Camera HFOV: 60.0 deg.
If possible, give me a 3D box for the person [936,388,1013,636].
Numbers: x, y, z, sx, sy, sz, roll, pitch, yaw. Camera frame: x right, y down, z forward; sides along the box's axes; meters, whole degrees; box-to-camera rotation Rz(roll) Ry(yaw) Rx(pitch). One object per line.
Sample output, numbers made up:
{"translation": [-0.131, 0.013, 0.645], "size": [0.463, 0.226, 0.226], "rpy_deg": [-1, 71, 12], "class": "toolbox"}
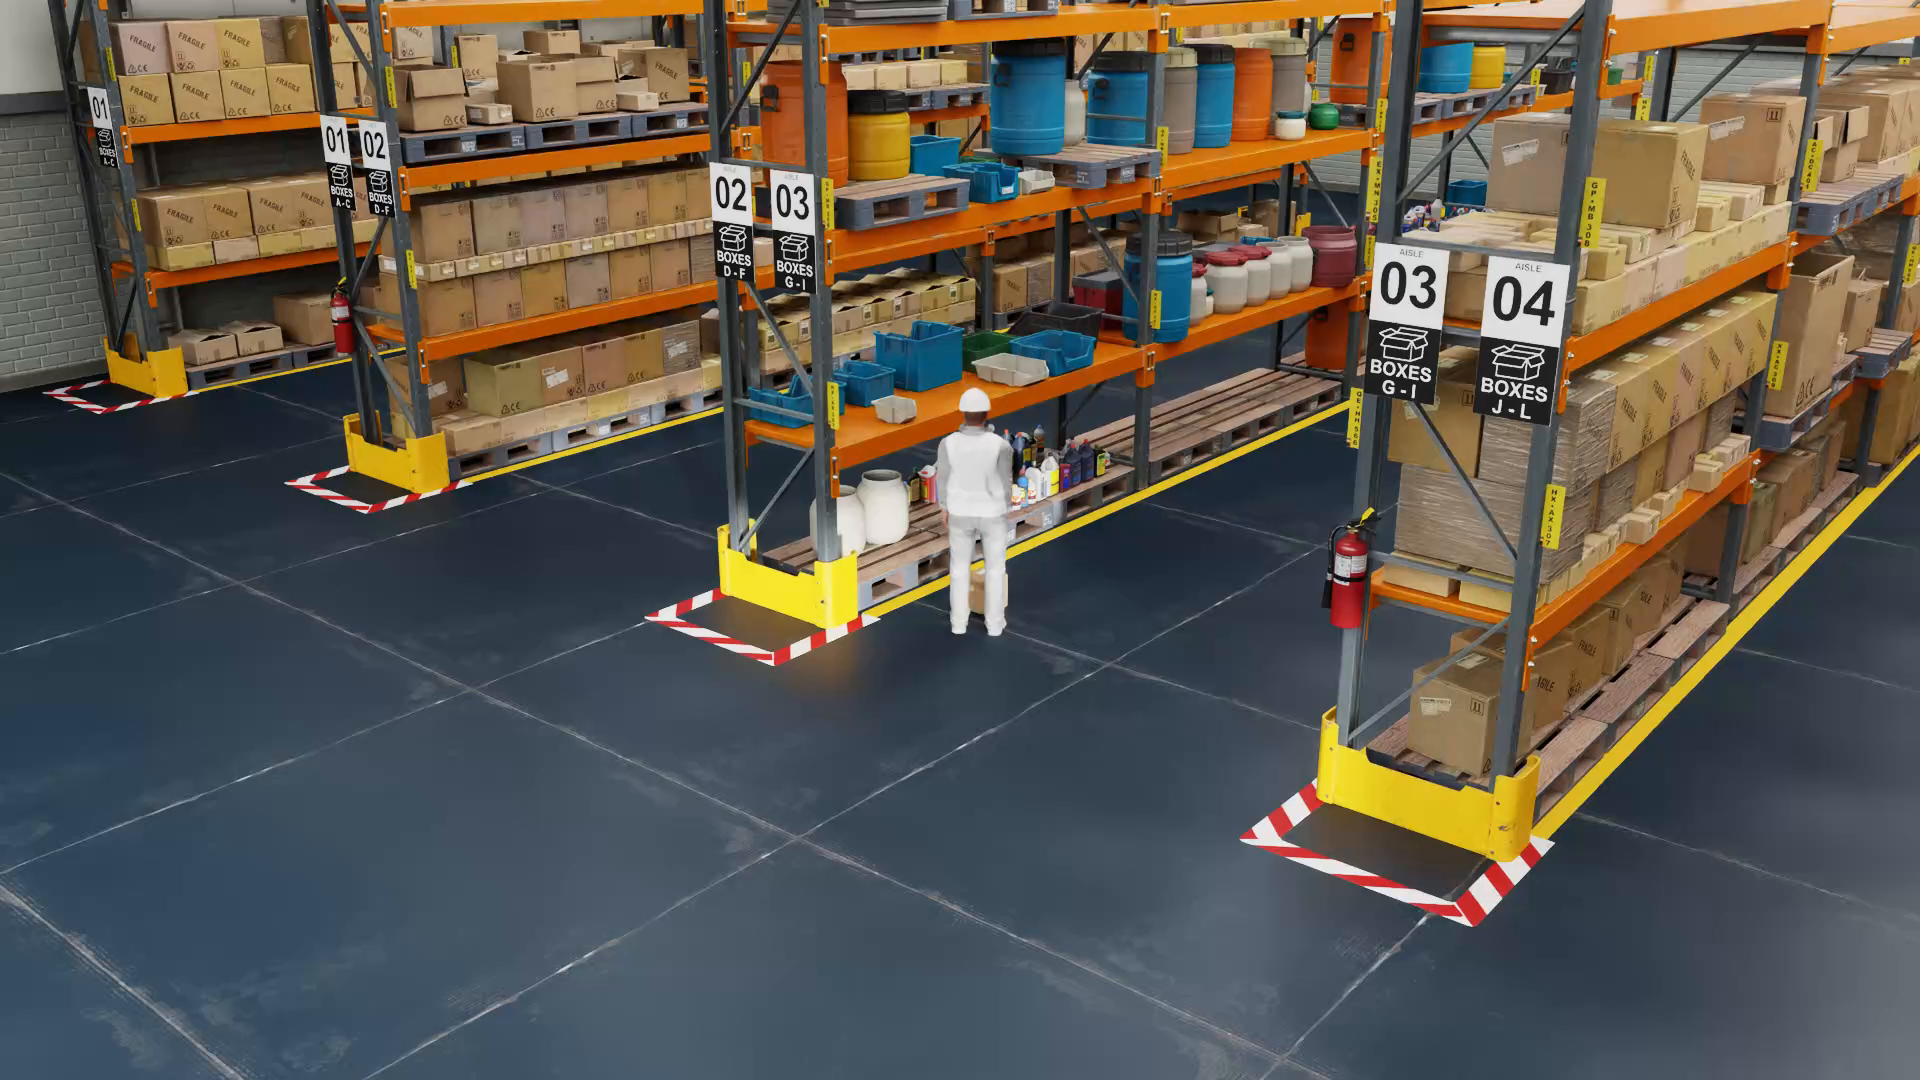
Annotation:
{"translation": [0.101, -0.194, 11.588], "size": [0.534, 1.764, 0.356], "rpy_deg": [3, 20, 7], "class": "person"}
